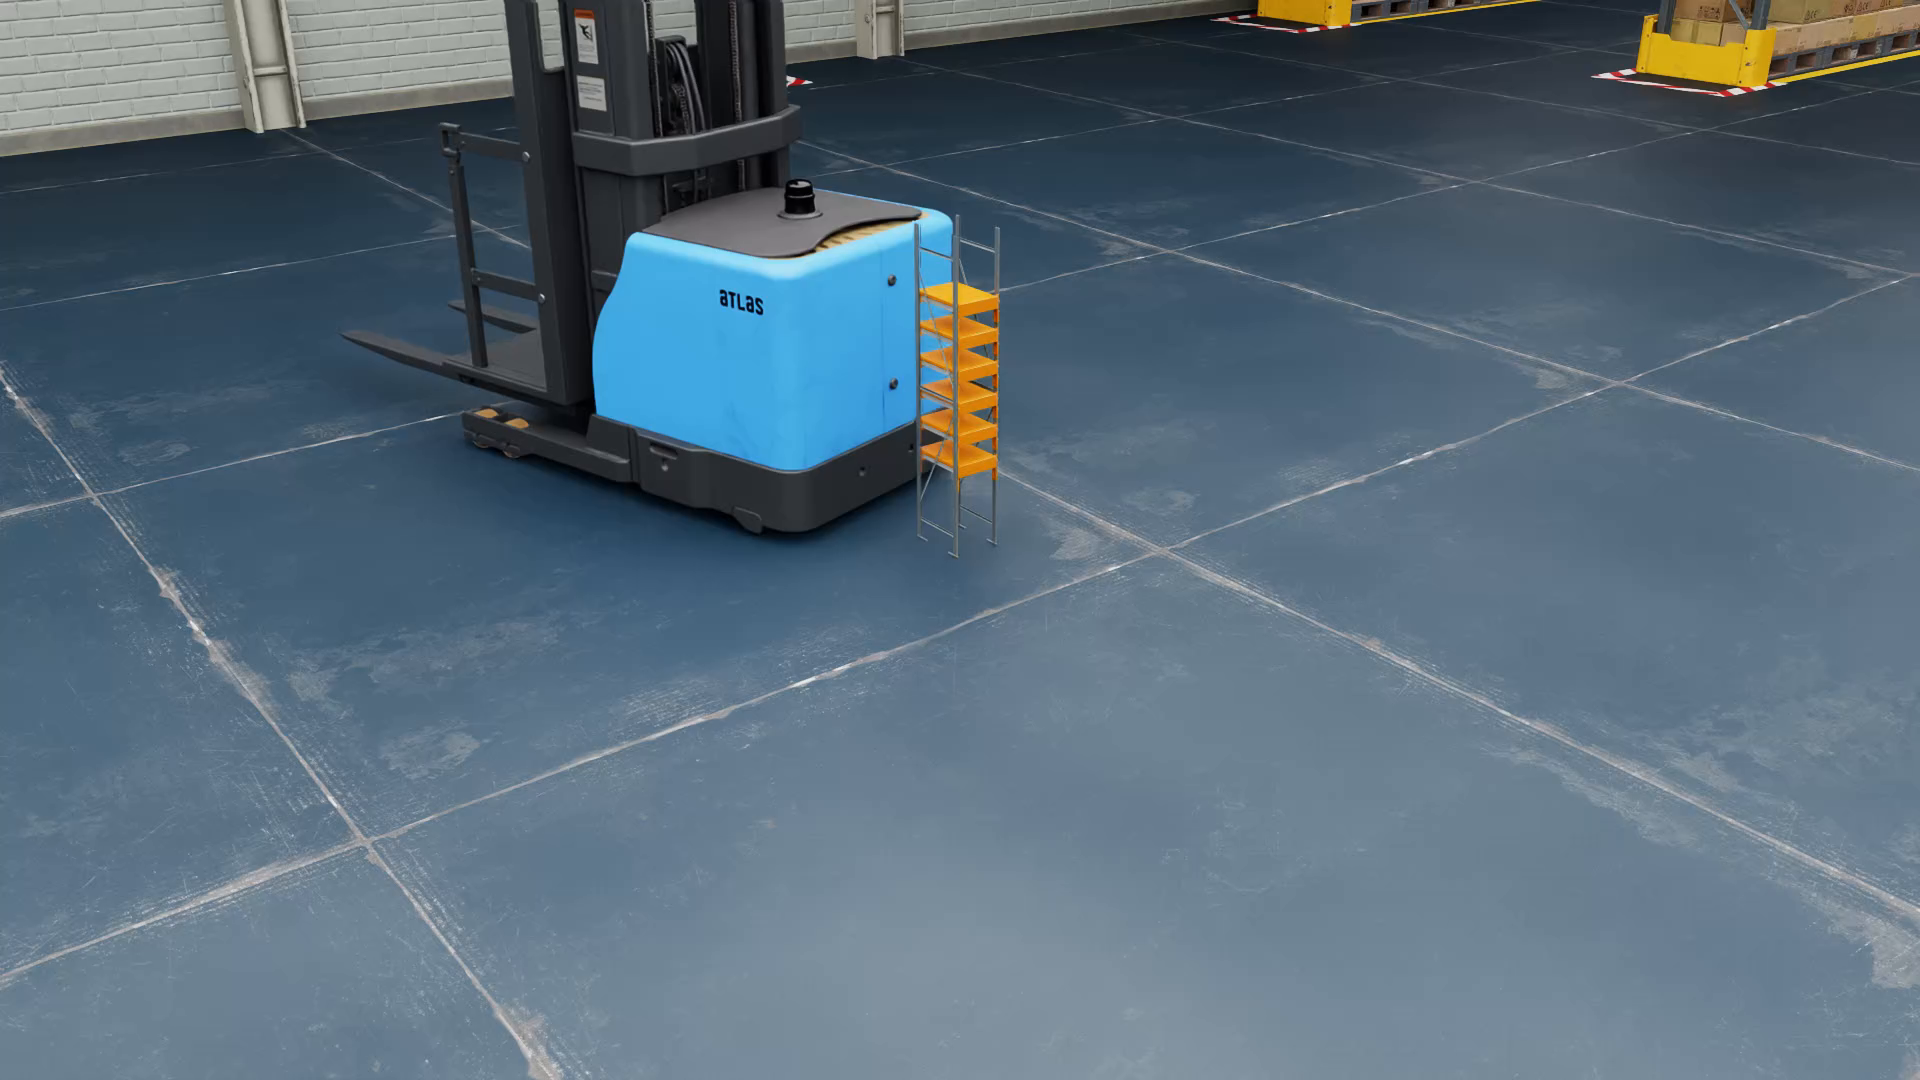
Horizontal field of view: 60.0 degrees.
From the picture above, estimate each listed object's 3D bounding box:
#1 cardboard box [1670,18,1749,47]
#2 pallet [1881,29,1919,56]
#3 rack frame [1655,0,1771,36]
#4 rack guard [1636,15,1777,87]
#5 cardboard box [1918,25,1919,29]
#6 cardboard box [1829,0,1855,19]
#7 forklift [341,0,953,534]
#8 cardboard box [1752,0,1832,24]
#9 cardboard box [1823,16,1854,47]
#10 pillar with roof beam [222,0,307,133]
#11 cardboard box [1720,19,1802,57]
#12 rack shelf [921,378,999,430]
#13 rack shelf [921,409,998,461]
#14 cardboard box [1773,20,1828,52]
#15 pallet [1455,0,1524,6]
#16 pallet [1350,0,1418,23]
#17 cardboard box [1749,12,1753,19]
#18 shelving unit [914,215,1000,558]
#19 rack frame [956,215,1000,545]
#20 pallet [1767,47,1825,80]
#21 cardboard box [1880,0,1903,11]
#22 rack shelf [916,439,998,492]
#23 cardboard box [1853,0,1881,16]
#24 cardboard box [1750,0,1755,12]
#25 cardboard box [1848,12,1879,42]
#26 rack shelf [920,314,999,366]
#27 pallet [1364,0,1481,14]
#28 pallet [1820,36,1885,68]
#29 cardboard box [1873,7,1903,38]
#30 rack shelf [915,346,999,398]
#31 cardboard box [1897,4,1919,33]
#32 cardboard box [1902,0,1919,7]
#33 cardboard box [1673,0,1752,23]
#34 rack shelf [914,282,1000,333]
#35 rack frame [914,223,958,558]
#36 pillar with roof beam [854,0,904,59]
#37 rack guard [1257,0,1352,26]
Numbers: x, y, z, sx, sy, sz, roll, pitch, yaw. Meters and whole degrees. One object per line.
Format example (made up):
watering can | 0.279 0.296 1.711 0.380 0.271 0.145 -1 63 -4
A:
cardboard box | 7.196 -4.887 15.984 0.500 0.250 0.500 -18 31 -34
pallet | 9.452 -5.288 17.393 1.213 0.211 1.003 -18 31 -34
rack frame | 6.956 -5.706 14.982 0.127 3.000 1.000 -18 31 -34
rack guard | 6.937 -4.566 15.495 0.348 0.500 1.175 -18 31 -34
cardboard box | 9.874 -5.496 17.296 0.500 0.250 0.500 -18 31 -34
cardboard box | 8.293 -5.320 16.026 0.500 0.500 0.500 -18 31 -34
forklift | -1.498 -1.831 6.714 3.031 2.935 1.130 17 30 33
cardboard box | 7.908 -5.186 15.737 0.500 0.500 0.500 -18 31 -34
cardboard box | 8.300 -4.976 16.176 0.500 0.250 0.500 -18 31 -34
pillar with roof beam | -2.873 -5.993 8.473 0.400 9.000 9.100 -18 31 -34
cardboard box | 7.516 -4.715 15.614 0.500 0.250 0.500 -18 31 -34
rack shelf | -0.011 -0.500 6.008 0.180 0.103 0.258 -18 31 -34
rack shelf | -0.011 -0.391 6.059 0.180 0.103 0.258 -18 31 -34
cardboard box | 7.907 -4.846 15.896 0.500 0.250 0.500 -18 31 -34
pallet | 6.538 -6.934 20.941 1.213 0.211 1.003 -18 31 -34
pallet | 4.618 -6.301 19.575 1.213 0.211 1.003 -18 31 -34
cardboard box | 7.582 -5.021 16.272 0.500 0.250 0.500 -18 31 -34
shelving unit | -0.011 -0.540 5.989 0.189 1.200 0.258 -18 31 -34
rack frame | 0.061 -0.564 6.041 0.006 1.200 0.240 -18 31 -34
pallet | 7.532 -4.654 16.027 1.213 0.211 1.003 -18 31 -34
cardboard box | 9.082 -5.579 16.584 0.500 0.500 0.500 -18 31 -34
rack shelf | -0.011 -0.282 6.109 0.180 0.103 0.258 -18 31 -34
cardboard box | 8.698 -5.444 16.294 0.500 0.500 0.500 -18 31 -34
cardboard box | 7.973 -5.492 16.398 0.500 0.500 0.500 -18 31 -34
cardboard box | 8.697 -5.104 16.452 0.500 0.250 0.500 -18 31 -34
rack shelf | -0.011 -0.718 5.907 0.180 0.103 0.258 -18 31 -34
pallet | 5.577 -6.616 20.254 1.213 0.211 1.003 -18 31 -34
pallet | 8.492 -4.969 16.706 1.213 0.211 1.003 -18 31 -34
cardboard box | 9.090 -5.234 16.733 0.500 0.250 0.500 -18 31 -34
rack shelf | -0.011 -0.609 5.957 0.180 0.103 0.258 -18 31 -34
cardboard box | 9.474 -5.369 17.023 0.500 0.250 0.500 -18 31 -34
cardboard box | 9.473 -5.710 16.867 0.500 0.500 0.500 -18 31 -34
cardboard box | 7.195 -5.228 15.827 0.500 0.500 0.500 -18 31 -34
rack shelf | -0.011 -0.827 5.856 0.180 0.103 0.258 -18 31 -34
rack frame | -0.083 -0.517 5.938 0.006 1.200 0.240 -18 31 -34
pillar with roof beam | 1.849 -7.551 11.831 0.400 9.000 9.100 -18 31 -34
rack guard | 3.956 -6.232 19.085 0.348 0.500 1.175 -18 31 -34
